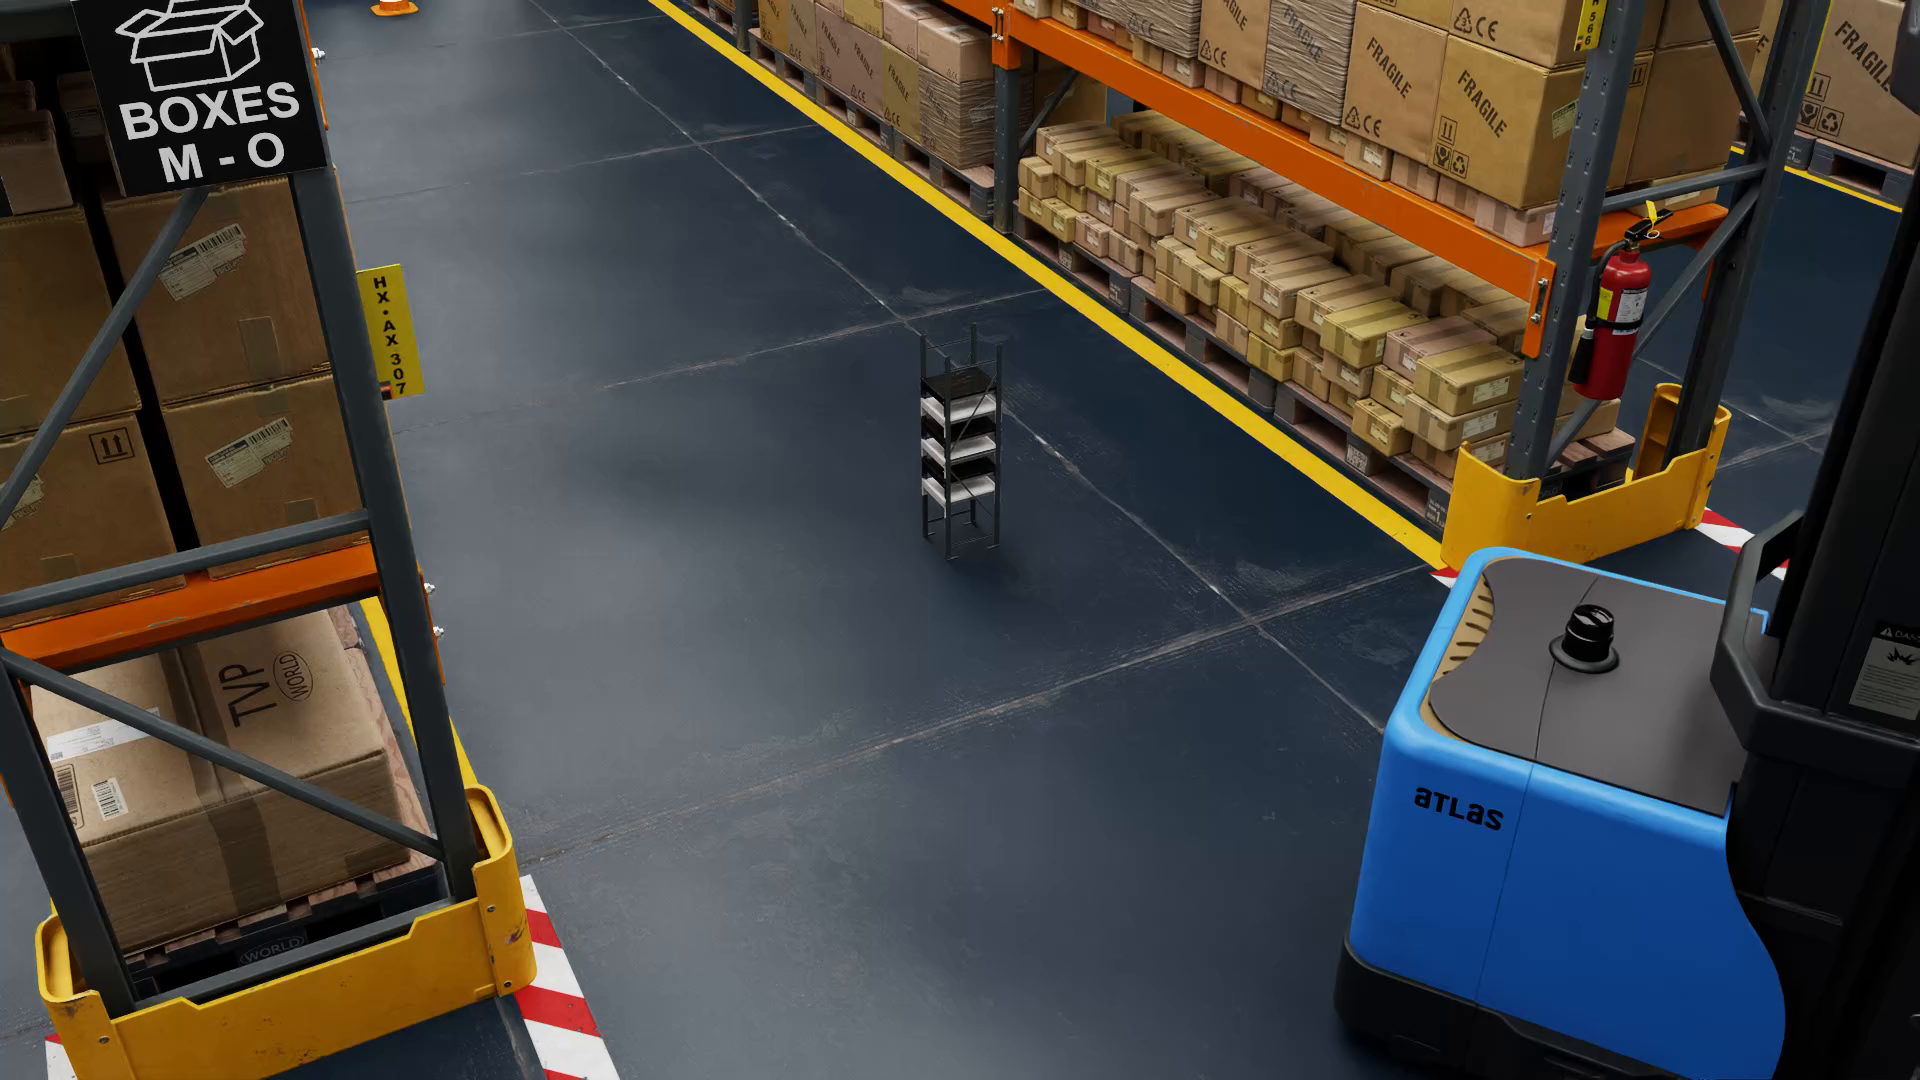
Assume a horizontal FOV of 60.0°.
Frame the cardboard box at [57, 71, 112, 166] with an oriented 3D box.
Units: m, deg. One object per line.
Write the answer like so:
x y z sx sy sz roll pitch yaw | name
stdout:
-1.912 -1.024 3.947 0.380 0.149 0.250 -15 36 -22 | cardboard box

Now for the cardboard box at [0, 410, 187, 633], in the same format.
-2.265 -0.147 4.106 0.500 0.500 0.500 -16 36 -23 | cardboard box

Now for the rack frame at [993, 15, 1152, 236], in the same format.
0.661 -3.144 8.876 1.000 3.000 0.127 -16 36 -23 | rack frame

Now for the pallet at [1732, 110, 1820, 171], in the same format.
5.381 -2.786 10.903 1.003 0.211 1.213 -16 36 -23 | pallet

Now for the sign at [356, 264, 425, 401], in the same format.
-1.312 -0.476 3.836 0.100 0.325 0.005 -16 36 -23 | sign

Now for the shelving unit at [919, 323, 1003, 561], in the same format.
0.004 -0.375 6.501 0.258 0.900 0.210 -16 36 -23 | shelving unit

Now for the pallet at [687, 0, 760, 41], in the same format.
-1.505 -4.273 13.225 1.003 0.211 1.213 -16 36 -23 | pallet

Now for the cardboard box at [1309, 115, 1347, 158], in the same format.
1.675 -1.706 6.866 0.380 0.149 0.250 -18 37 -25 | cardboard box

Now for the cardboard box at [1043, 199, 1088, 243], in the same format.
0.671 -1.738 8.936 0.380 0.149 0.250 -15 35 -22 | cardboard box

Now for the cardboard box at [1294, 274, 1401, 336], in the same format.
1.691 -1.016 7.257 0.380 0.149 0.250 -17 37 -25 | cardboard box

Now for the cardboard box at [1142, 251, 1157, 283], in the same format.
1.151 -1.405 8.415 0.380 0.149 0.250 -17 37 -25 | cardboard box

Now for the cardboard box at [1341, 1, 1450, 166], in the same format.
1.853 -1.799 6.409 0.500 0.500 0.500 -16 36 -24 | cardboard box

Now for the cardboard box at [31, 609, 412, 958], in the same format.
-2.202 0.671 4.908 0.875 0.438 0.875 -17 36 -25 | cardboard box

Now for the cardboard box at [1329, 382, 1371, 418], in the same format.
1.840 -0.655 7.245 0.380 0.149 0.250 -16 36 -23 | cardboard box

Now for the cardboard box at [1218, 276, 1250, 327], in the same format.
1.428 -1.135 7.718 0.380 0.149 0.250 -14 35 -21 | cardboard box

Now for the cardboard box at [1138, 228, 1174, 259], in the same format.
1.121 -1.520 8.319 0.380 0.149 0.250 -14 35 -21 | cardboard box

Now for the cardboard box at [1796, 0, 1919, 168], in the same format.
5.753 -2.860 10.014 0.875 0.875 0.875 -16 36 -23 | cardboard box

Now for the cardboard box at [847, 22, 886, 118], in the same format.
-0.381 -3.048 10.656 0.500 0.500 0.500 -17 36 -24 | cardboard box

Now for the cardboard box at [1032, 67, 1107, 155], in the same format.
0.551 -2.687 10.092 0.500 0.500 0.500 -14 35 -21 | cardboard box

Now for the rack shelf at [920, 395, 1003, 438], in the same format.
0.004 -0.499 6.422 0.258 0.077 0.200 -16 36 -23 | rack shelf

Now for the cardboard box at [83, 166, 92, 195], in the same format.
-3.453 -1.361 6.002 0.500 0.500 0.500 -16 36 -23 | cardboard box

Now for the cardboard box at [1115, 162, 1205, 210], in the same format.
1.018 -1.781 8.451 0.380 0.149 0.250 -17 36 -24 | cardboard box

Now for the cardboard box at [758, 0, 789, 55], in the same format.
-1.100 -3.775 11.790 0.500 0.500 0.500 -17 37 -25 | cardboard box

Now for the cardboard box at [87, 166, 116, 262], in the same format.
-2.025 -0.950 4.433 0.500 0.500 0.500 -17 36 -24 | cardboard box

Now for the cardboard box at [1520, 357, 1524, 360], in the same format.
2.431 -0.796 7.189 0.380 0.149 0.250 -16 36 -23 | cardboard box

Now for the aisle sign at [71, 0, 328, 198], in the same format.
-1.516 -1.075 3.237 0.394 0.787 0.004 -16 36 -23 | aisle sign

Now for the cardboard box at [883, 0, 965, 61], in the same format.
-0.138 -3.124 10.078 0.500 0.250 0.500 -14 35 -21 | cardboard box

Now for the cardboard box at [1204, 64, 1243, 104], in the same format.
1.327 -2.088 7.461 0.380 0.149 0.250 -14 35 -21 | cardboard box

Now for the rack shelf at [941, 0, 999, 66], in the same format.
-0.272 -3.795 10.560 1.077 0.370 4.000 -16 36 -23 | rack shelf

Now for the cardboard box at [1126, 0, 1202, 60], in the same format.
1.109 -2.527 7.546 0.500 0.500 0.500 -17 36 -24 | cardboard box

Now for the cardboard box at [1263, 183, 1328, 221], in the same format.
1.730 -1.662 8.266 0.380 0.149 0.250 -17 36 -25 | cardboard box

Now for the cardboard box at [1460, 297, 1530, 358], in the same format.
2.347 -0.898 7.074 0.380 0.149 0.250 -15 36 -22 | cardboard box

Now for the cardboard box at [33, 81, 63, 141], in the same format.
-2.511 -0.817 4.225 0.500 0.500 0.500 -16 36 -23 | cardboard box

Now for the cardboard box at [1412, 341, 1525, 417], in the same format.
2.055 -0.650 6.687 0.380 0.149 0.250 -15 36 -23 | cardboard box

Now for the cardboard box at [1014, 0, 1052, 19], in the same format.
0.504 -2.820 8.604 0.380 0.149 0.250 -15 35 -21 | cardboard box

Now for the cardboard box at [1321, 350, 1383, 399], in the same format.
1.784 -0.764 7.140 0.380 0.149 0.250 -17 37 -25 | cardboard box

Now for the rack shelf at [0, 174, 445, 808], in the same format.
-2.738 -0.593 5.562 1.077 0.370 4.000 -16 36 -23 | rack shelf

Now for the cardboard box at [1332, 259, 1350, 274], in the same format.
1.844 -1.262 7.917 0.380 0.149 0.250 -14 35 -21 | cardboard box

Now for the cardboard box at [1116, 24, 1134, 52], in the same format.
0.982 -2.471 8.058 0.380 0.149 0.250 -18 37 -25 | cardboard box

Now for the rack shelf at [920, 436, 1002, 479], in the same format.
0.004 -0.347 6.519 0.258 0.077 0.200 -16 36 -23 | rack shelf

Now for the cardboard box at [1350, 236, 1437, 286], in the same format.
2.033 -1.283 7.674 0.380 0.149 0.250 -14 35 -21 | cardboard box

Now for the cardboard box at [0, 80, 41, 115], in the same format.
-2.290 -0.914 3.775 0.380 0.149 0.250 -15 36 -22 | cardboard box

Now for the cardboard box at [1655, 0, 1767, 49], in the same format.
2.552 -2.104 5.958 0.500 0.500 0.500 -16 36 -23 | cardboard box

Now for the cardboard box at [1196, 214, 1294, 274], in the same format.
1.344 -1.402 7.859 0.380 0.149 0.250 -16 36 -23 | cardboard box

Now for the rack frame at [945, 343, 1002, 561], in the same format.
0.051 -0.327 6.425 0.240 0.900 0.006 -16 36 -23 | rack frame

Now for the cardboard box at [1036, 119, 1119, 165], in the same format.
0.638 -2.154 9.033 0.380 0.149 0.250 -14 35 -21 | cardboard box

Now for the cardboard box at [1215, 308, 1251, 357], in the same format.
1.429 -1.011 7.801 0.380 0.149 0.250 -15 36 -22 | cardboard box

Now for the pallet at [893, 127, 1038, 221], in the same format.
0.297 -2.341 10.208 1.003 0.211 1.213 -16 36 -23 | pallet

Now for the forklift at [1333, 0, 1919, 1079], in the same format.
2.584 0.266 3.618 3.031 2.935 1.130 16 36 23 | forklift

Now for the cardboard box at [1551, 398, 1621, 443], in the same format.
2.565 -0.542 7.068 0.380 0.149 0.250 -15 36 -22 | cardboard box

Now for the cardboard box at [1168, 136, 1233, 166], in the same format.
1.334 -2.037 8.851 0.380 0.149 0.250 -16 36 -24 | cardboard box

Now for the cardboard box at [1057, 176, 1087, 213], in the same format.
0.744 -1.894 8.903 0.380 0.149 0.250 -16 36 -23 | cardboard box

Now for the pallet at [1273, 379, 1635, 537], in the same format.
2.143 -0.493 7.324 1.003 0.211 1.213 -16 36 -23 | pallet

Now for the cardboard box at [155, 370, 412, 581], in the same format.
-1.776 -0.285 4.321 0.500 0.500 0.500 -16 36 -23 | cardboard box

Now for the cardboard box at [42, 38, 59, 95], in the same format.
-3.204 -1.535 5.346 0.500 0.500 0.500 -15 36 -22 | cardboard box

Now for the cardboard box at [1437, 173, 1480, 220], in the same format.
2.041 -1.341 6.296 0.380 0.149 0.250 -16 36 -23 | cardboard box
